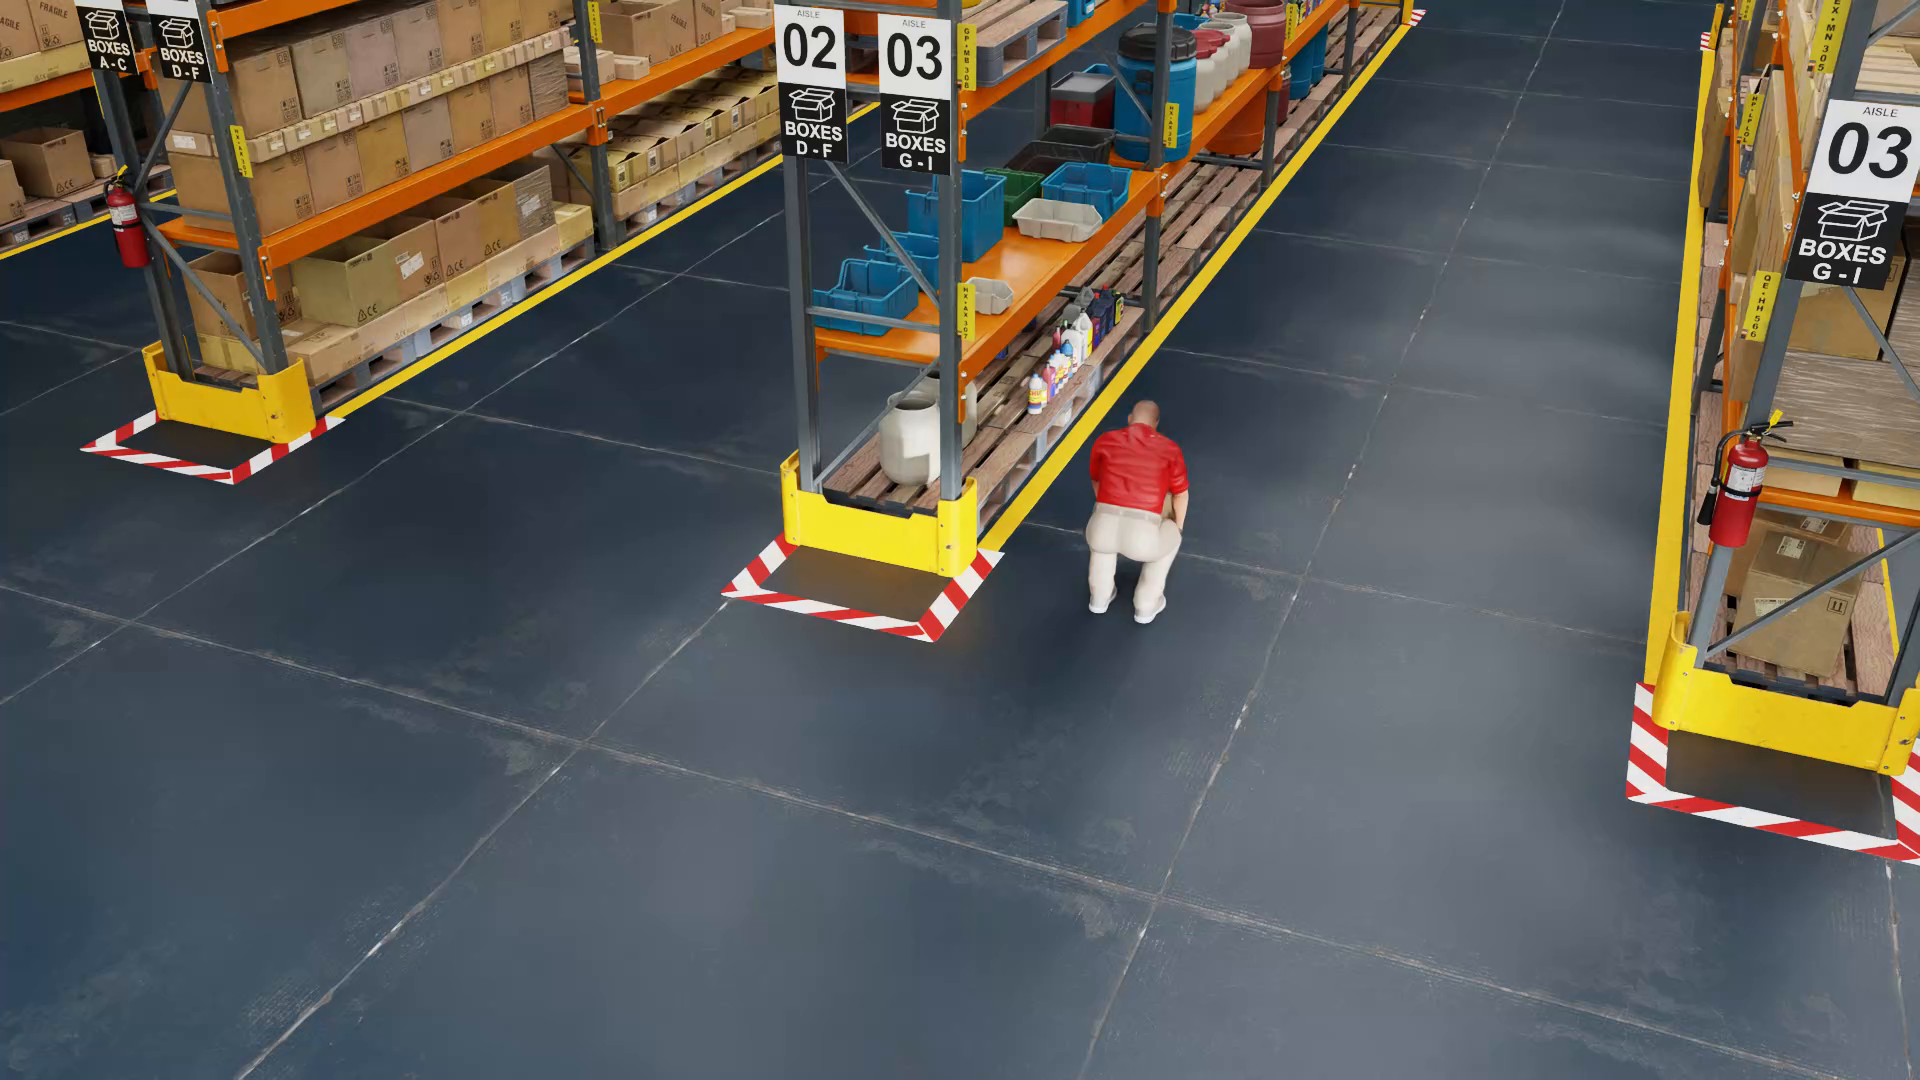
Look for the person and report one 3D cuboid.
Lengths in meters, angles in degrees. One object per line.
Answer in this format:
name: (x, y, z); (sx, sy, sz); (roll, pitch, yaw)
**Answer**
person: (0.970, -0.119, 9.374); (0.567, 1.001, 0.880); (11, 31, 19)
